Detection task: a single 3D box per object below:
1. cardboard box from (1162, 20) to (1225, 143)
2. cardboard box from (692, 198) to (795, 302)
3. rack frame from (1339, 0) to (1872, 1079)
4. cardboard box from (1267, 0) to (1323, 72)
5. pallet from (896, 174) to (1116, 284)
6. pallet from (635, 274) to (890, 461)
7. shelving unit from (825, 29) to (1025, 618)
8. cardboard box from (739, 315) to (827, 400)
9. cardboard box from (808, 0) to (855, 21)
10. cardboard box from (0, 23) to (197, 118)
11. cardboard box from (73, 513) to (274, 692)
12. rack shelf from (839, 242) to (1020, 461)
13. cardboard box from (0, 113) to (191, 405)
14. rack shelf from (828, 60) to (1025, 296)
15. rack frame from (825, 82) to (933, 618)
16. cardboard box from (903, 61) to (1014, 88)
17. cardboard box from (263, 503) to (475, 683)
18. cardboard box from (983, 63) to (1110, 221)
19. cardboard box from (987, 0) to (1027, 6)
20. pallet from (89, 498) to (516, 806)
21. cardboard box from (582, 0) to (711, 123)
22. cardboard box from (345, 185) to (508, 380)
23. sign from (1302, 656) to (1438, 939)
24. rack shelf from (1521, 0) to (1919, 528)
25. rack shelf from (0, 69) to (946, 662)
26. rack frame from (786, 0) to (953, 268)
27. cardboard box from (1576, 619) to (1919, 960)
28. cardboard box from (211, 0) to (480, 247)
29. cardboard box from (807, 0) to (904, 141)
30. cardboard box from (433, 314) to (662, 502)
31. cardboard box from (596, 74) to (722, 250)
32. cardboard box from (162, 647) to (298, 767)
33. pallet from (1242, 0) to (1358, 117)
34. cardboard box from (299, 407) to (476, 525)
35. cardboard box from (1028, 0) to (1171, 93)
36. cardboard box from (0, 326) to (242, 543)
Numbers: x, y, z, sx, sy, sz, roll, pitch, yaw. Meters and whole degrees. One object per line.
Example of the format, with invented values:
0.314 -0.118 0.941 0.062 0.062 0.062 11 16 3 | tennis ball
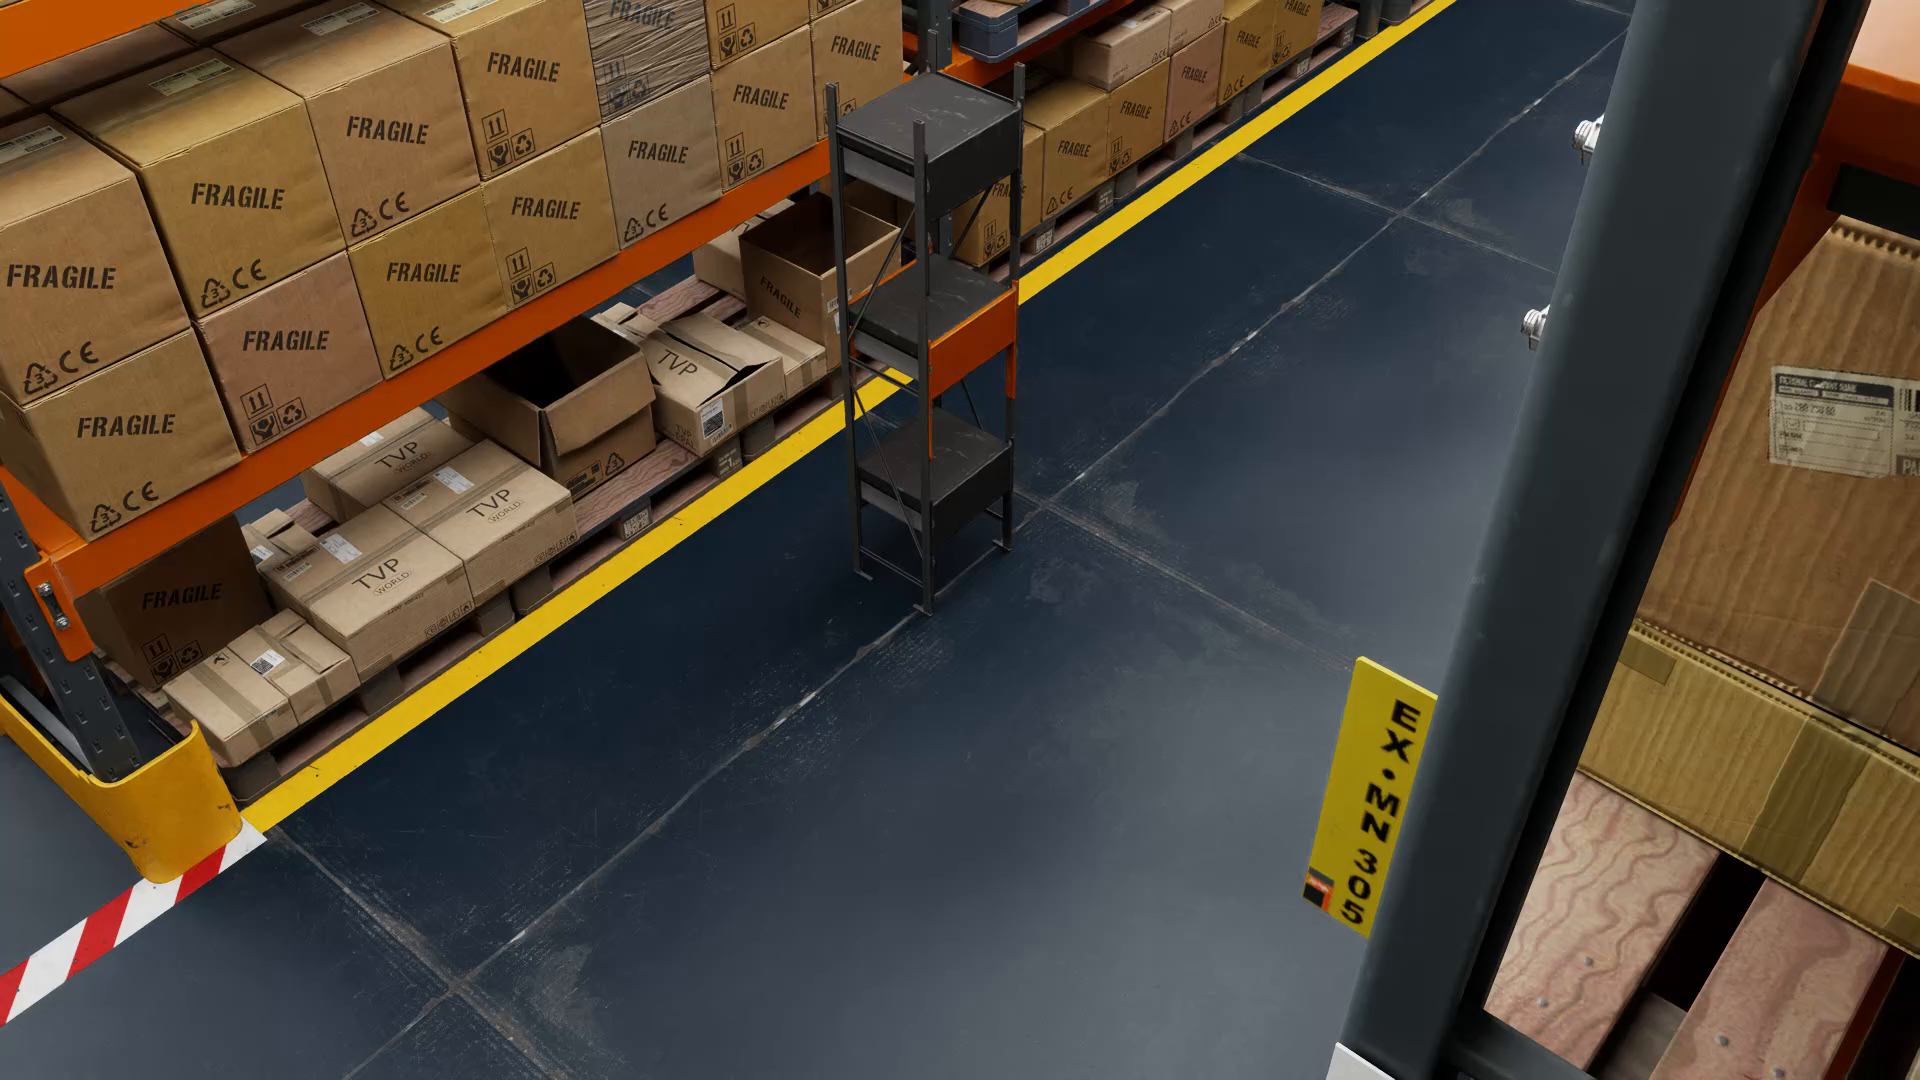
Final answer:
1.033 -2.491 8.791 0.500 0.500 0.500 28 49 27 | cardboard box
-0.888 -1.362 7.690 0.500 0.311 0.500 29 50 28 | cardboard box
0.767 -0.333 0.428 1.000 3.000 0.127 29 50 28 | rack frame
1.699 -3.031 9.384 0.500 0.500 0.500 32 51 30 | cardboard box
0.042 -1.720 8.484 1.003 0.211 1.213 29 50 28 | pallet
-0.895 -0.931 7.617 1.003 0.211 1.213 29 50 28 | pallet
-0.107 -0.692 5.950 0.431 2.100 0.503 29 50 28 | shelving unit
-0.798 -0.789 7.180 0.380 0.149 0.250 29 50 28 | cardboard box
-0.580 -2.351 6.288 0.500 0.500 0.500 30 50 29 | cardboard box
-2.626 -1.272 5.102 0.500 0.500 0.500 31 51 29 | cardboard box
-2.865 0.119 5.921 0.500 0.500 0.500 29 50 28 | cardboard box
-0.107 -0.682 5.959 0.431 0.518 0.480 29 50 28 | rack shelf
-2.539 -0.778 4.558 0.500 0.500 0.500 31 51 30 | cardboard box
-0.107 -1.199 5.488 0.431 0.518 0.480 29 50 28 | rack shelf
-0.264 -0.566 5.812 0.400 2.100 0.015 29 50 28 | rack frame
-0.030 -2.183 8.453 0.500 0.500 0.500 30 50 29 | cardboard box
-2.138 0.183 6.036 0.500 0.250 0.500 29 50 28 | cardboard box
0.380 -1.977 8.226 0.500 0.500 0.500 30 50 29 | cardboard box
0.024 -2.656 7.055 0.700 0.500 0.500 14 44 15 | cardboard box
-2.466 0.325 6.236 1.003 0.211 1.213 29 50 28 | pallet
-1.232 -1.826 5.711 0.500 0.500 0.500 30 50 29 | cardboard box
-1.886 -0.933 5.472 0.500 0.500 0.500 29 50 28 | cardboard box
0.361 0.236 1.432 0.100 0.325 0.005 29 50 28 | sign
2.054 -0.949 1.937 1.077 0.370 4.000 29 50 28 | rack shelf
-1.740 -1.020 6.177 1.077 0.370 4.000 29 50 28 | rack shelf
-0.453 -2.316 7.068 1.000 3.000 0.127 29 50 28 | rack frame
1.035 0.148 1.853 0.500 0.250 0.500 31 51 30 | cardboard box
-1.883 -1.306 5.139 0.500 0.500 0.500 30 50 29 | cardboard box
-0.578 -1.985 6.629 0.500 0.500 0.500 30 50 29 | cardboard box
-1.658 -0.586 6.693 0.797 0.503 0.637 29 50 28 | cardboard box
-1.237 -1.453 6.044 0.500 0.500 0.500 31 50 29 | cardboard box
-2.494 0.569 5.687 0.380 0.149 0.250 29 50 28 | cardboard box
1.612 -2.976 9.866 1.003 0.211 1.213 29 50 28 | pallet
-2.231 -0.265 6.528 0.500 0.250 0.500 29 50 28 | cardboard box
0.689 -2.490 8.233 0.500 0.250 0.500 30 50 29 | cardboard box
-2.539 -0.408 4.895 0.500 0.500 0.500 31 50 29 | cardboard box
